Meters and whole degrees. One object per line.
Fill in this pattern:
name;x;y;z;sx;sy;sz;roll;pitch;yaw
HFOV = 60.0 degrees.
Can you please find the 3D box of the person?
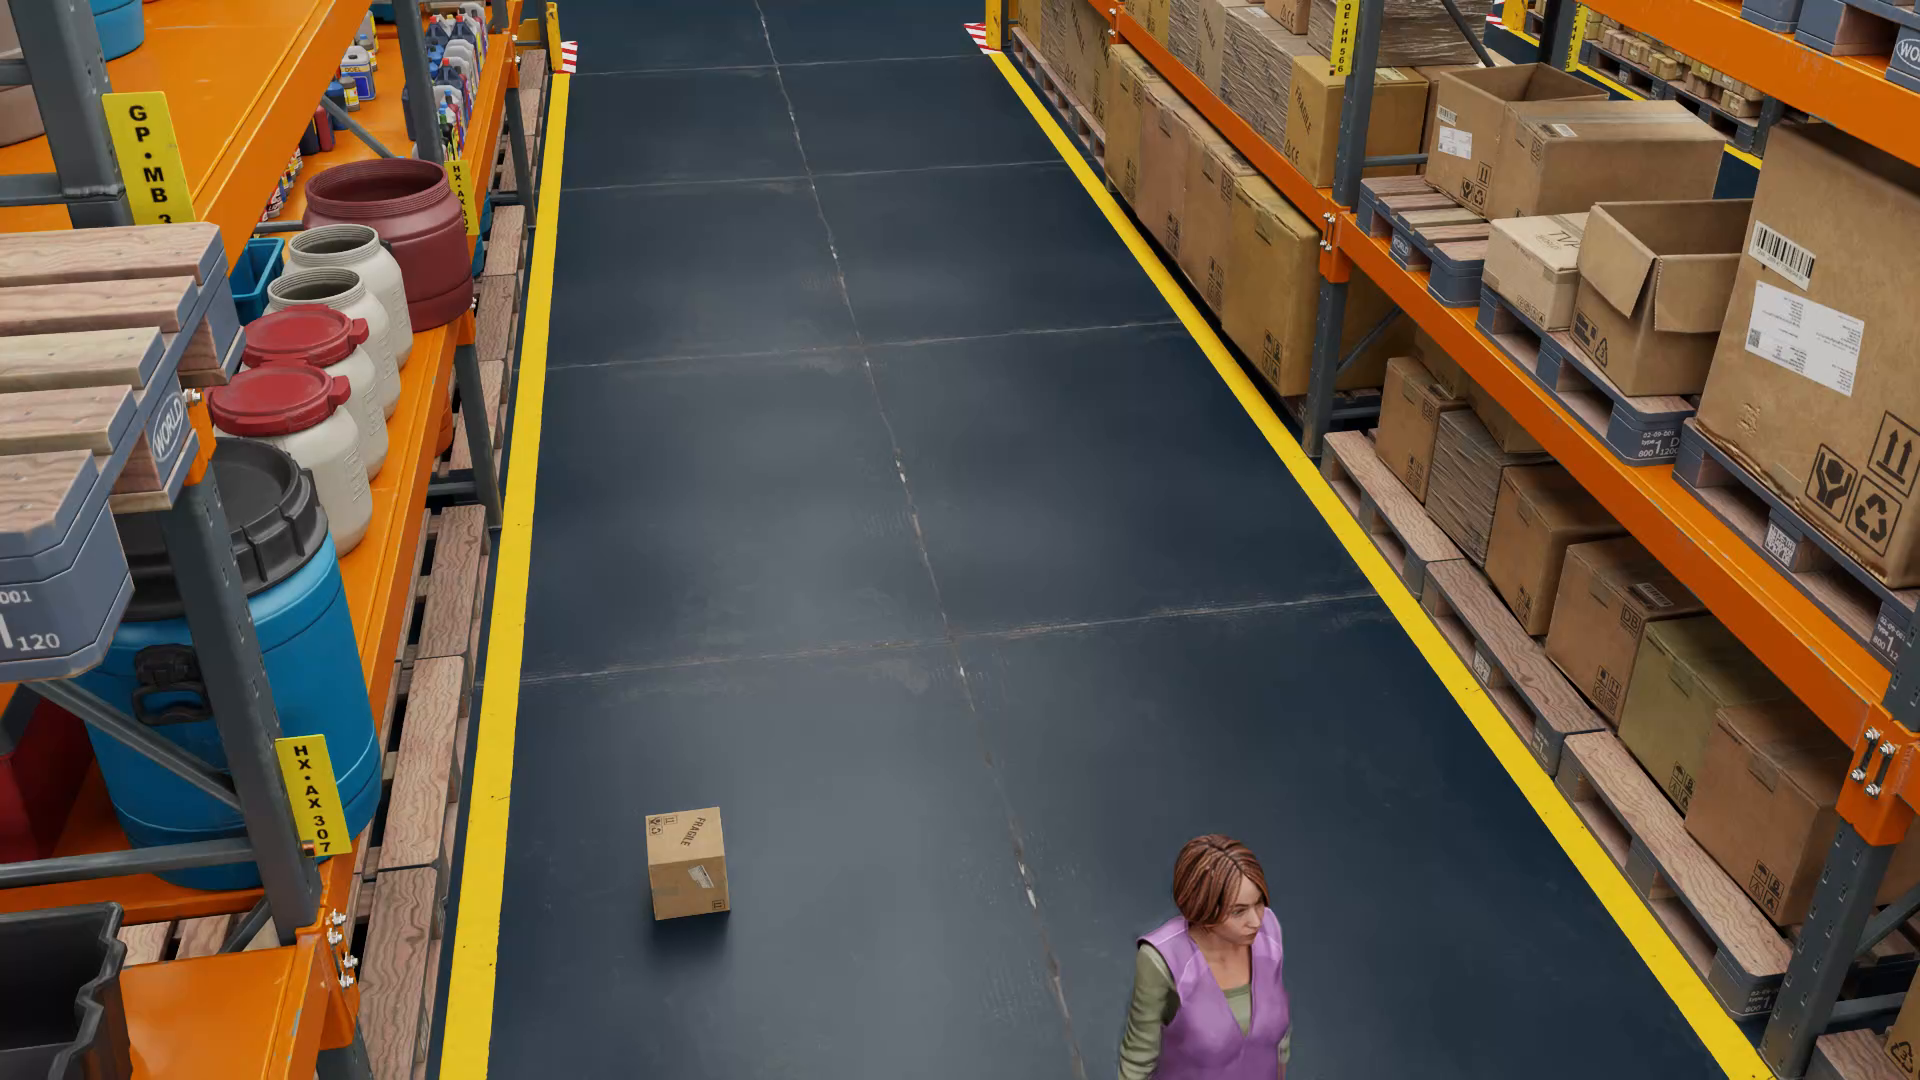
person;0.574;1.343;3.864;0.446;1.597;0.431;-14;34;-22
